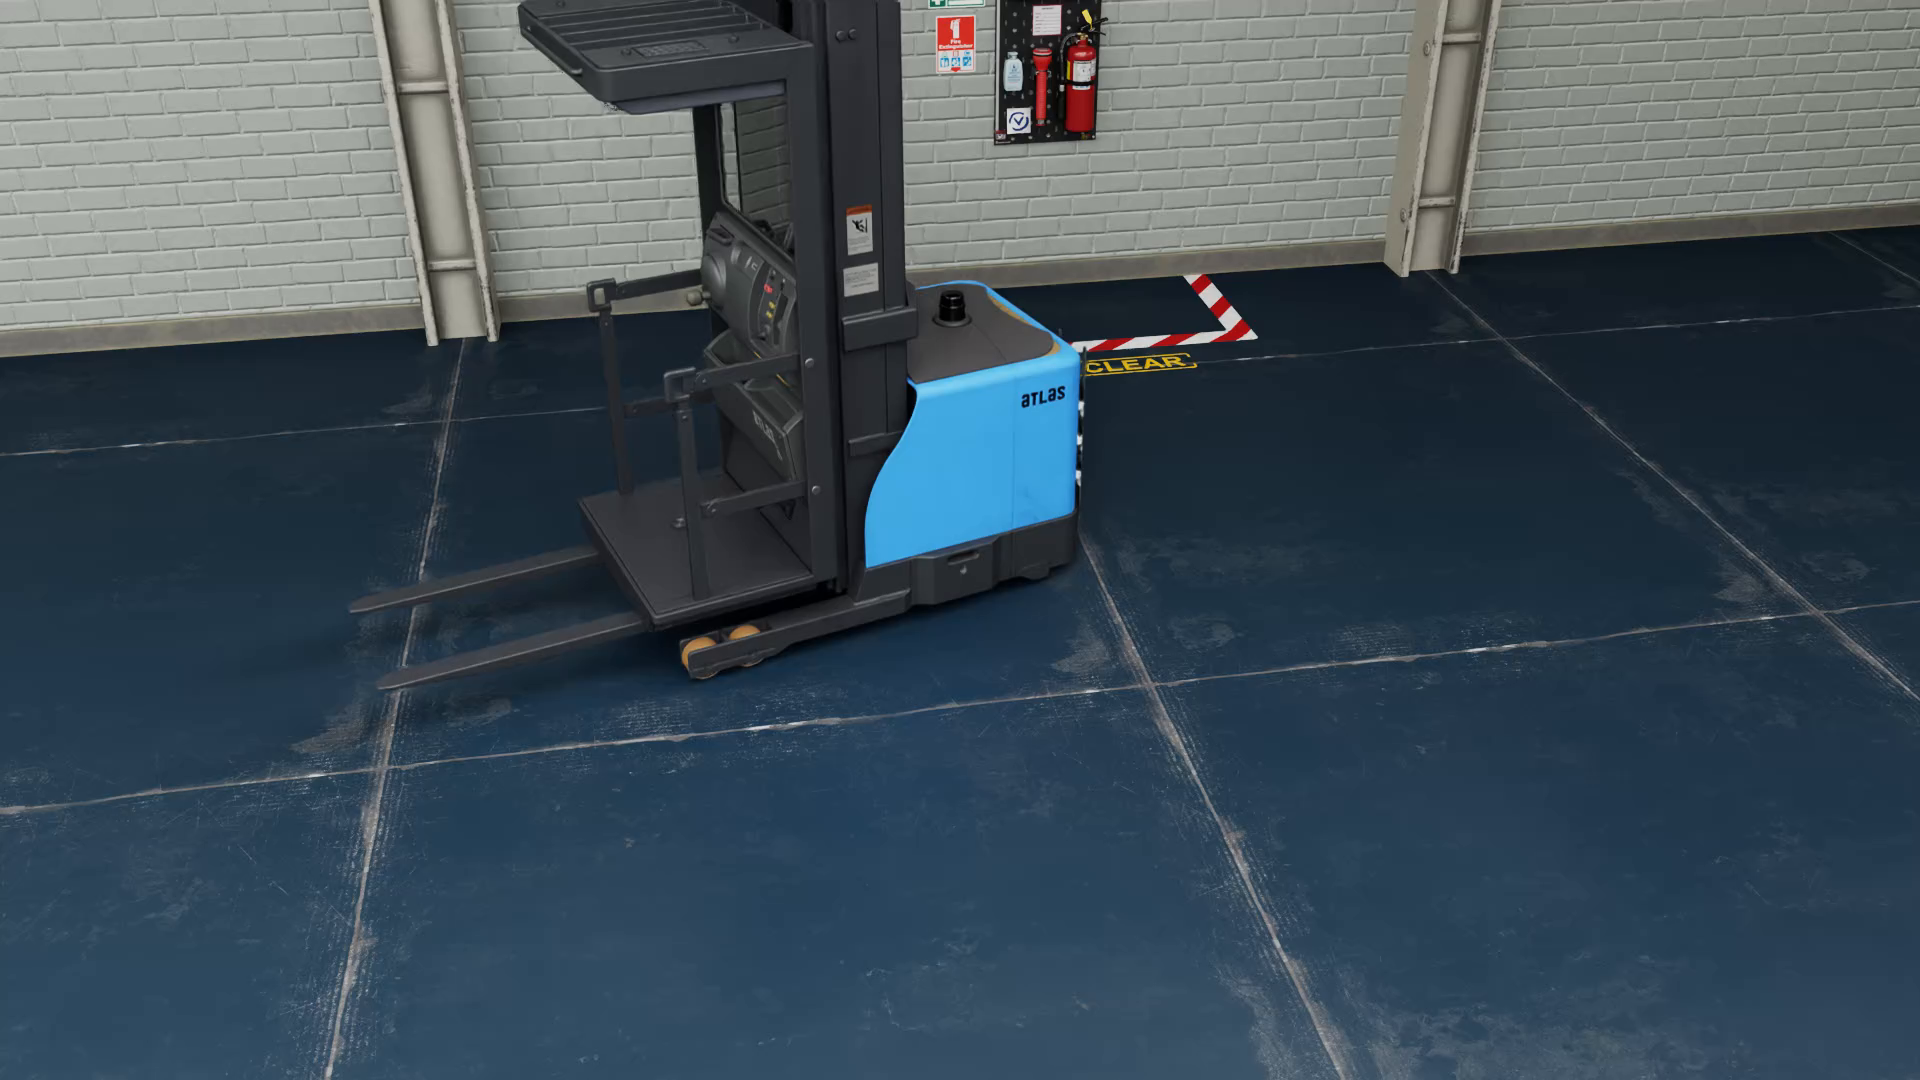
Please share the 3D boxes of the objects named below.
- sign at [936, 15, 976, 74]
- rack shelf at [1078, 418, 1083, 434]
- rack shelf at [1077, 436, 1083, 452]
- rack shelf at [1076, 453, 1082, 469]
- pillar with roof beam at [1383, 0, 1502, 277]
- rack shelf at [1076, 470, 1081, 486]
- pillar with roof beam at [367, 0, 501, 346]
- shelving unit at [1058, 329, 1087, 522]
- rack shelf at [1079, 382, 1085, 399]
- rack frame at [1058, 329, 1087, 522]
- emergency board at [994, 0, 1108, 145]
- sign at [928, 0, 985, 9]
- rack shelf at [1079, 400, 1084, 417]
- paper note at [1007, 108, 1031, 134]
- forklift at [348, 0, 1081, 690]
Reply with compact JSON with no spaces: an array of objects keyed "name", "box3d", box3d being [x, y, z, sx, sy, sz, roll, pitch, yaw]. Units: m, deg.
[{"name":"sign","box3d":[-0.025,-2.875,9.645,0.234,0.329,0.001,-5,31,-9]},{"name":"rack shelf","box3d":[0.418,-0.552,7.689,0.200,0.077,0.258,-15,33,-23]},{"name":"rack shelf","box3d":[0.418,-0.475,7.735,0.200,0.077,0.258,-15,33,-23]},{"name":"rack shelf","box3d":[0.418,-0.397,7.781,0.200,0.077,0.258,-15,33,-23]},{"name":"pillar with roof beam","box3d":[3.751,-3.505,4.833,0.400,9.000,9.100,-5,31,-9]},{"name":"rack shelf","box3d":[0.418,-0.319,7.826,0.200,0.077,0.258,-15,33,-23]},{"name":"pillar with roof beam","box3d":[-2.151,-2.957,3.901,0.400,9.000,9.100,-5,31,-9]},{"name":"shelving unit","box3d":[0.418,-0.503,7.718,0.210,0.900,0.258,-15,33,-23]},{"name":"rack shelf","box3d":[0.418,-0.707,7.598,0.200,0.077,0.258,-15,33,-23]},{"name":"rack frame","box3d":[0.509,-0.527,7.758,0.006,0.900,0.240,-15,33,-23]},{"name":"emergency board","box3d":[0.538,-2.859,9.652,0.643,1.169,0.194,-5,31,-9]},{"name":"sign","box3d":[-0.019,-3.099,9.504,0.331,0.109,0.001,-5,31,-9]},{"name":"rack shelf","box3d":[0.418,-0.630,7.644,0.200,0.077,0.258,-15,33,-23]},{"name":"paper note","box3d":[0.351,-2.497,9.907,0.142,0.148,0.016,-5,31,-9]},{"name":"forklift","box3d":[-1.026,-1.003,6.564,3.031,2.935,1.130,-15,33,-23]}]
